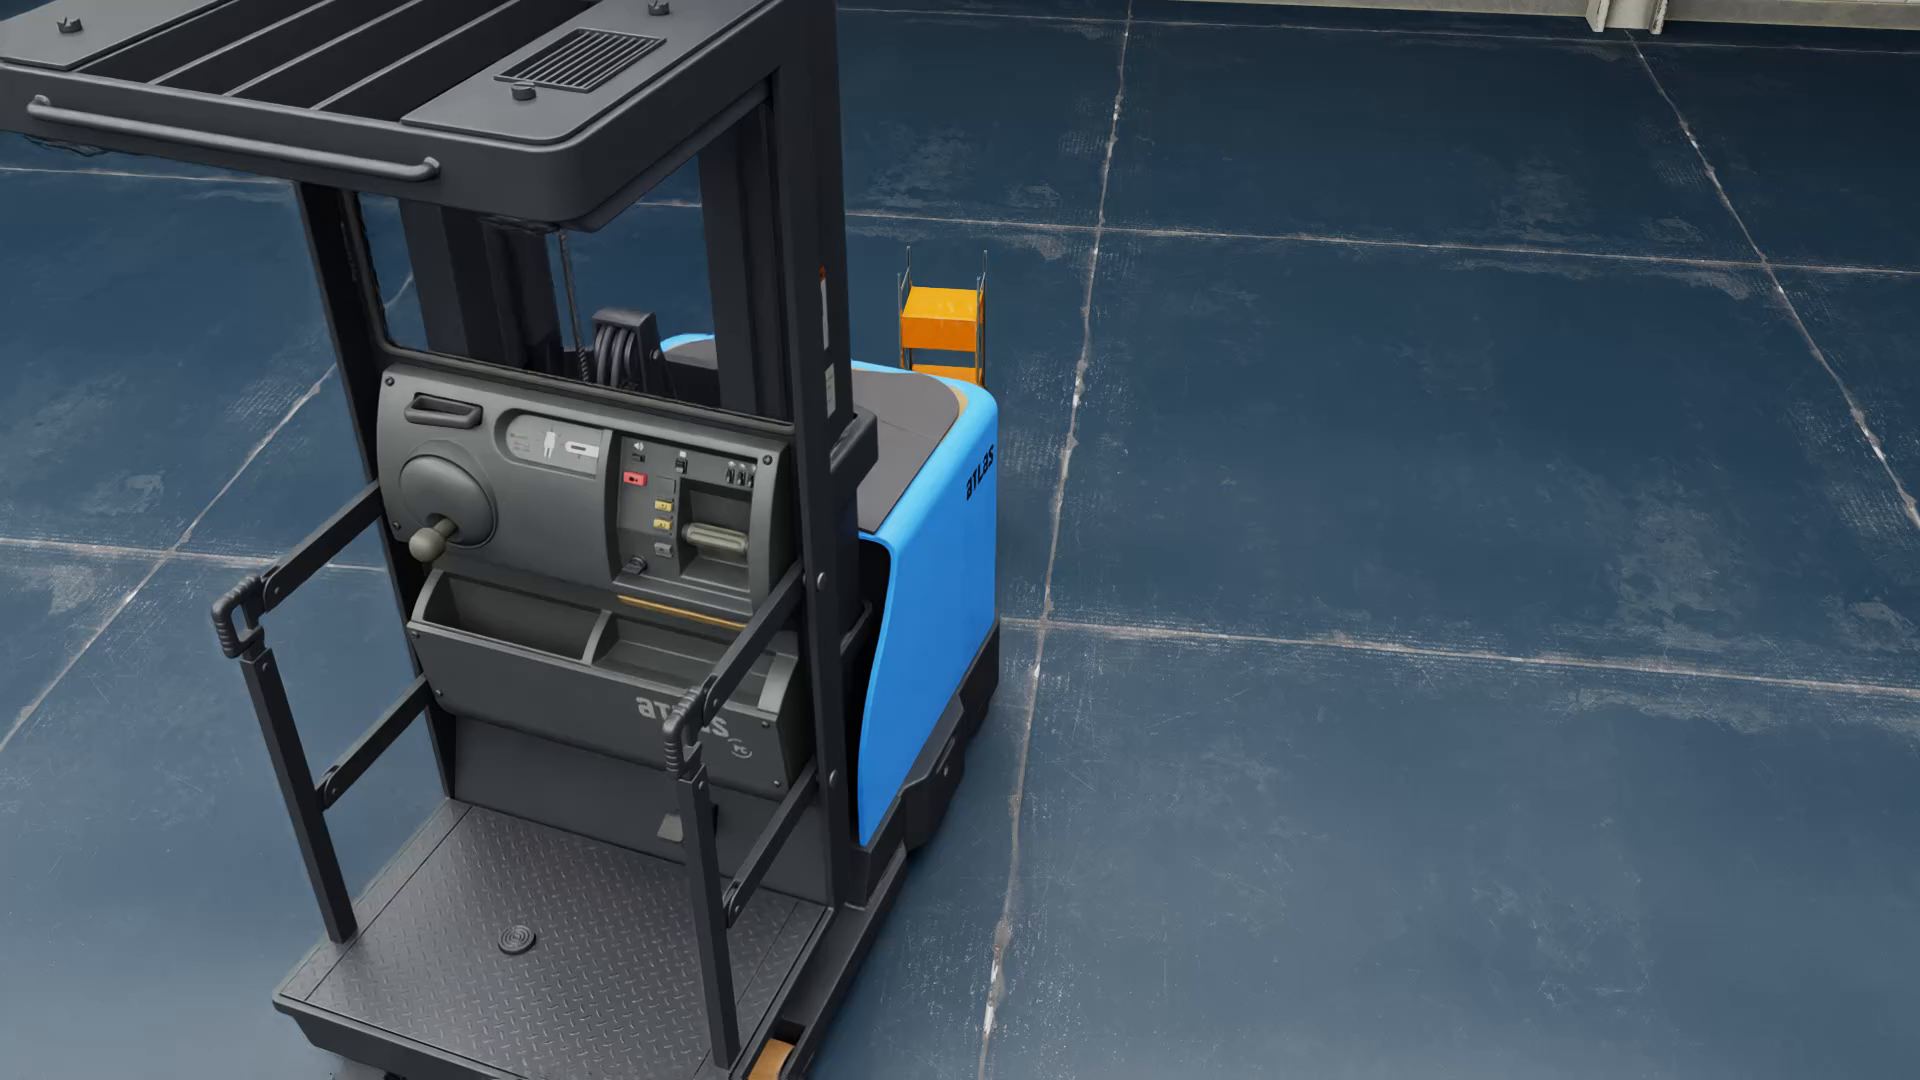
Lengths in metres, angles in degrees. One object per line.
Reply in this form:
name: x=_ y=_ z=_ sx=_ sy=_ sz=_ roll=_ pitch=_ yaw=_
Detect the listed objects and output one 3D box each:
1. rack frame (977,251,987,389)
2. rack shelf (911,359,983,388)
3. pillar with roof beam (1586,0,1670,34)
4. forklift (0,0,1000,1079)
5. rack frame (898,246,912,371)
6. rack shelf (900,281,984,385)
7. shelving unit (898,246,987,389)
rack frame: x=0.068 y=-0.422 z=5.438 sx=0.008 sy=1.050 sz=0.200 roll=4 pitch=36 yaw=6
rack shelf: x=-0.053 y=-0.423 z=5.457 sx=0.240 sy=0.259 sz=0.215 roll=4 pitch=36 yaw=6
pillar with roof beam: x=3.503 y=-4.334 z=4.077 sx=0.400 sy=9.000 sz=9.100 roll=4 pitch=36 yaw=6
forklift: x=-0.872 y=-0.031 z=3.271 sx=1.130 sy=2.935 sz=3.031 roll=12 pitch=37 yaw=16
rack frame: x=-0.174 y=-0.440 z=5.463 sx=0.008 sy=1.050 sz=0.200 roll=4 pitch=36 yaw=6
rack shelf: x=-0.053 y=-0.654 z=5.292 sx=0.240 sy=0.259 sz=0.215 roll=4 pitch=36 yaw=6
shelving unit: x=-0.053 y=-0.431 z=5.451 sx=0.252 sy=1.050 sz=0.215 roll=4 pitch=36 yaw=6
